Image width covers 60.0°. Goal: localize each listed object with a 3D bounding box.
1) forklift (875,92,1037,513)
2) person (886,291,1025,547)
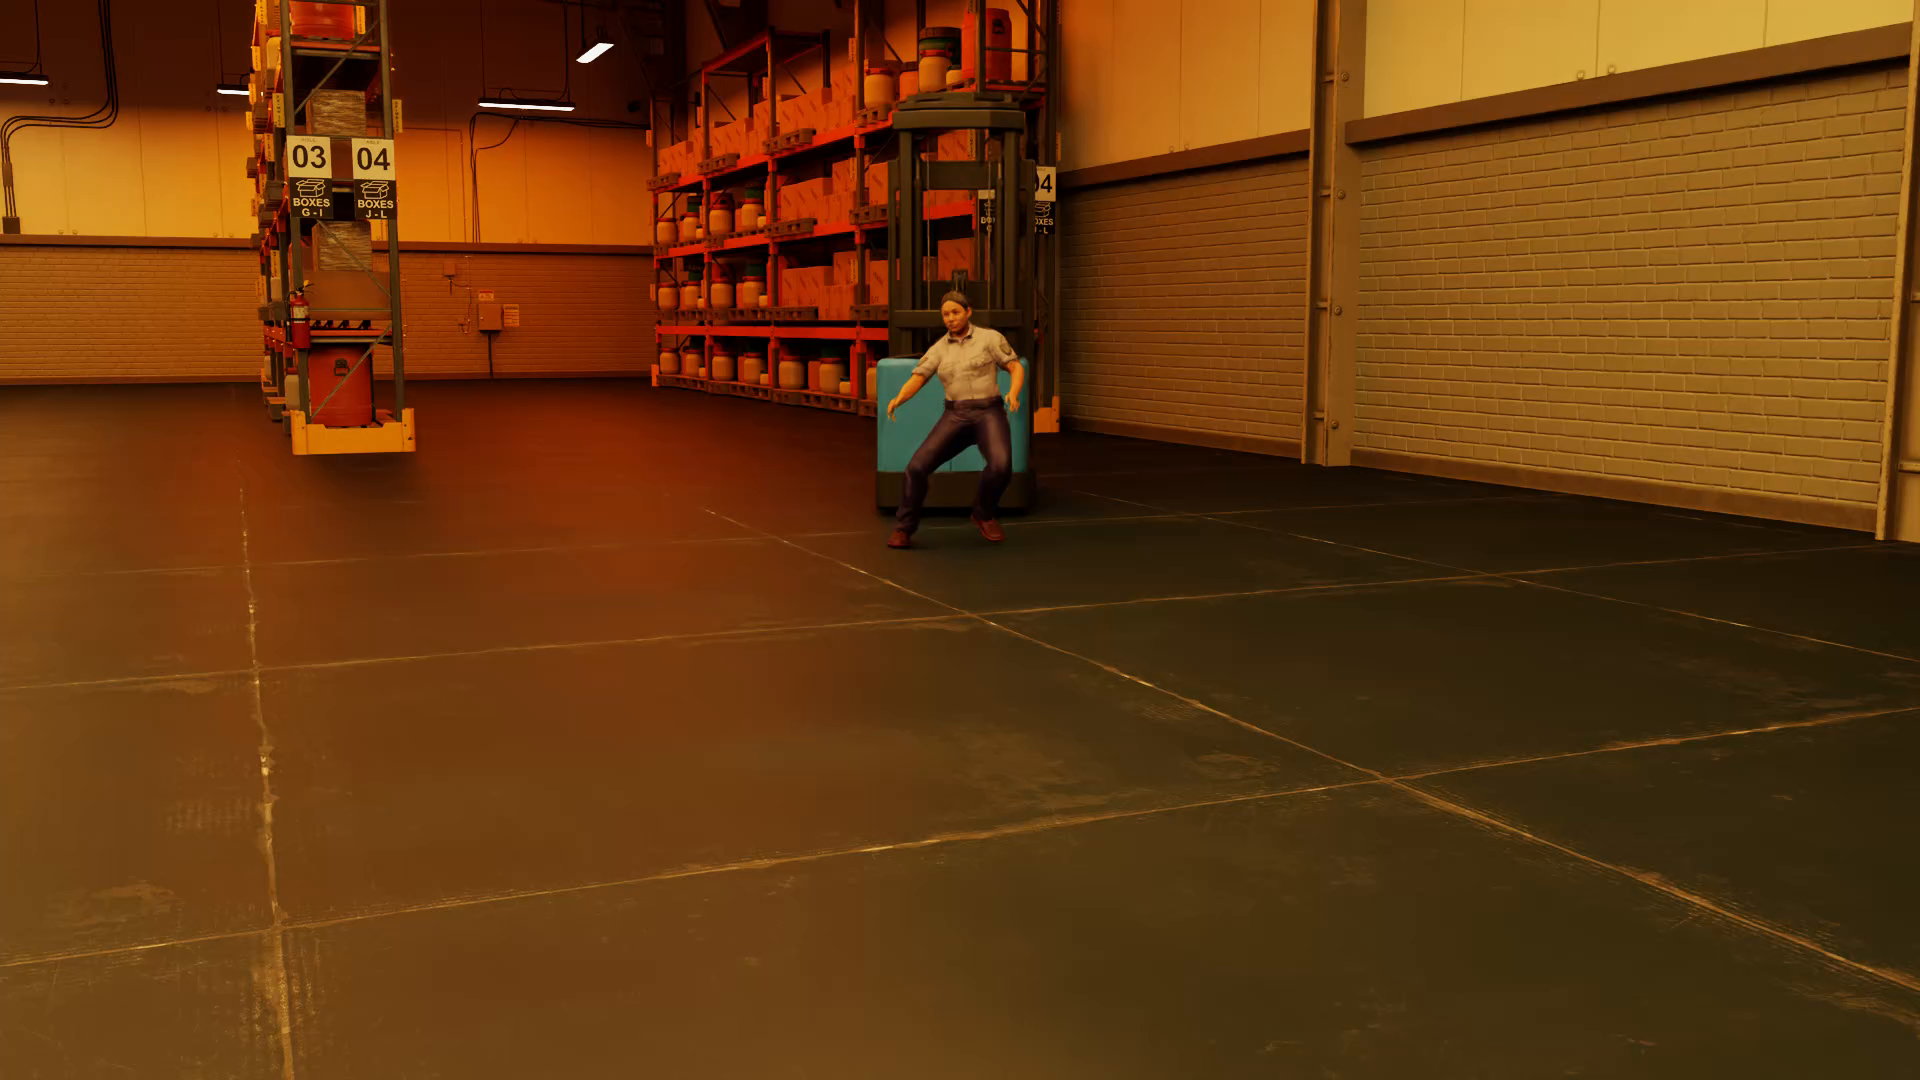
[{"bbox_3d":[0.027,-1.800,12.597,1.130,2.935,3.031,0,8,3],"label":"forklift"},{"bbox_3d":[-0.014,-0.709,9.777,0.784,1.500,0.629,2,8,15],"label":"person"}]
